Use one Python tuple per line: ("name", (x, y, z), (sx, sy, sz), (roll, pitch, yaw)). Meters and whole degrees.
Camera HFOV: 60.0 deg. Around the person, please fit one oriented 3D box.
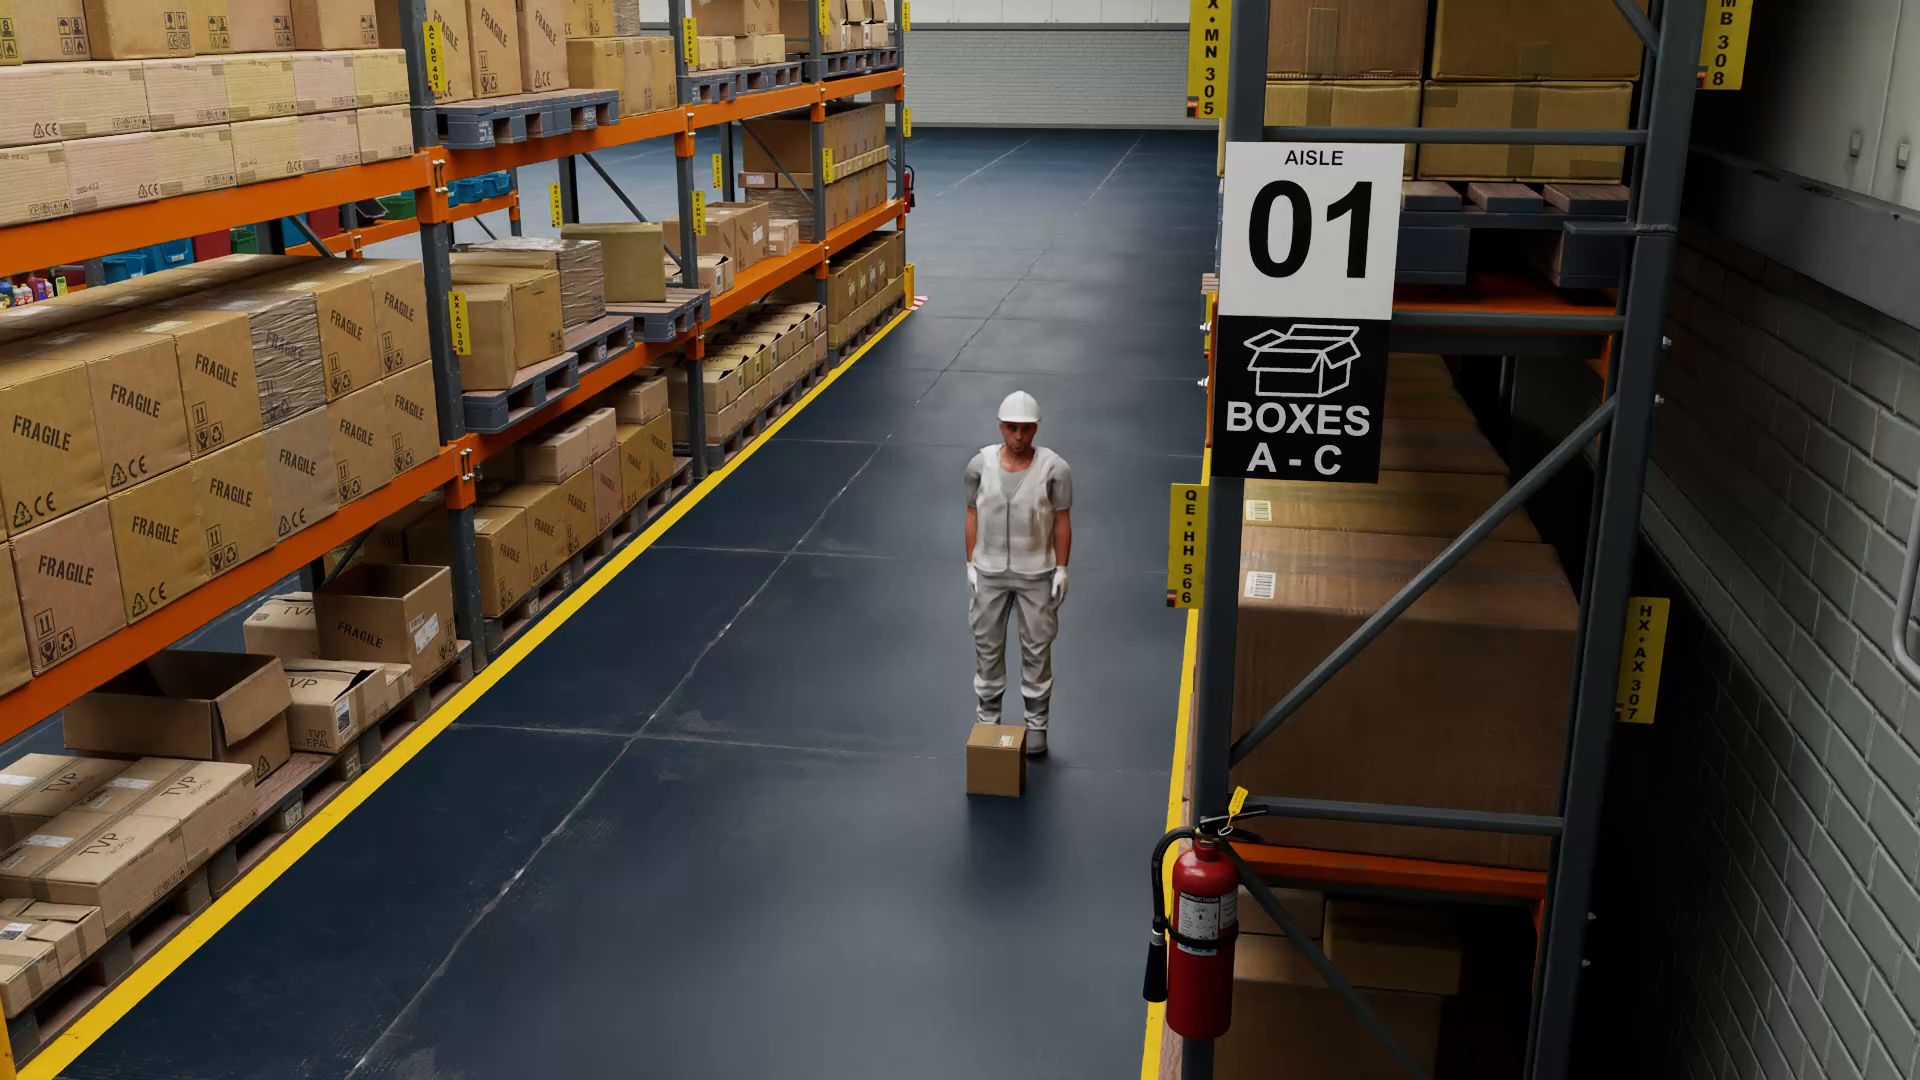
("person", (0.273, 0.156, 8.026), (0.525, 1.784, 0.327), (3, 18, 10))
